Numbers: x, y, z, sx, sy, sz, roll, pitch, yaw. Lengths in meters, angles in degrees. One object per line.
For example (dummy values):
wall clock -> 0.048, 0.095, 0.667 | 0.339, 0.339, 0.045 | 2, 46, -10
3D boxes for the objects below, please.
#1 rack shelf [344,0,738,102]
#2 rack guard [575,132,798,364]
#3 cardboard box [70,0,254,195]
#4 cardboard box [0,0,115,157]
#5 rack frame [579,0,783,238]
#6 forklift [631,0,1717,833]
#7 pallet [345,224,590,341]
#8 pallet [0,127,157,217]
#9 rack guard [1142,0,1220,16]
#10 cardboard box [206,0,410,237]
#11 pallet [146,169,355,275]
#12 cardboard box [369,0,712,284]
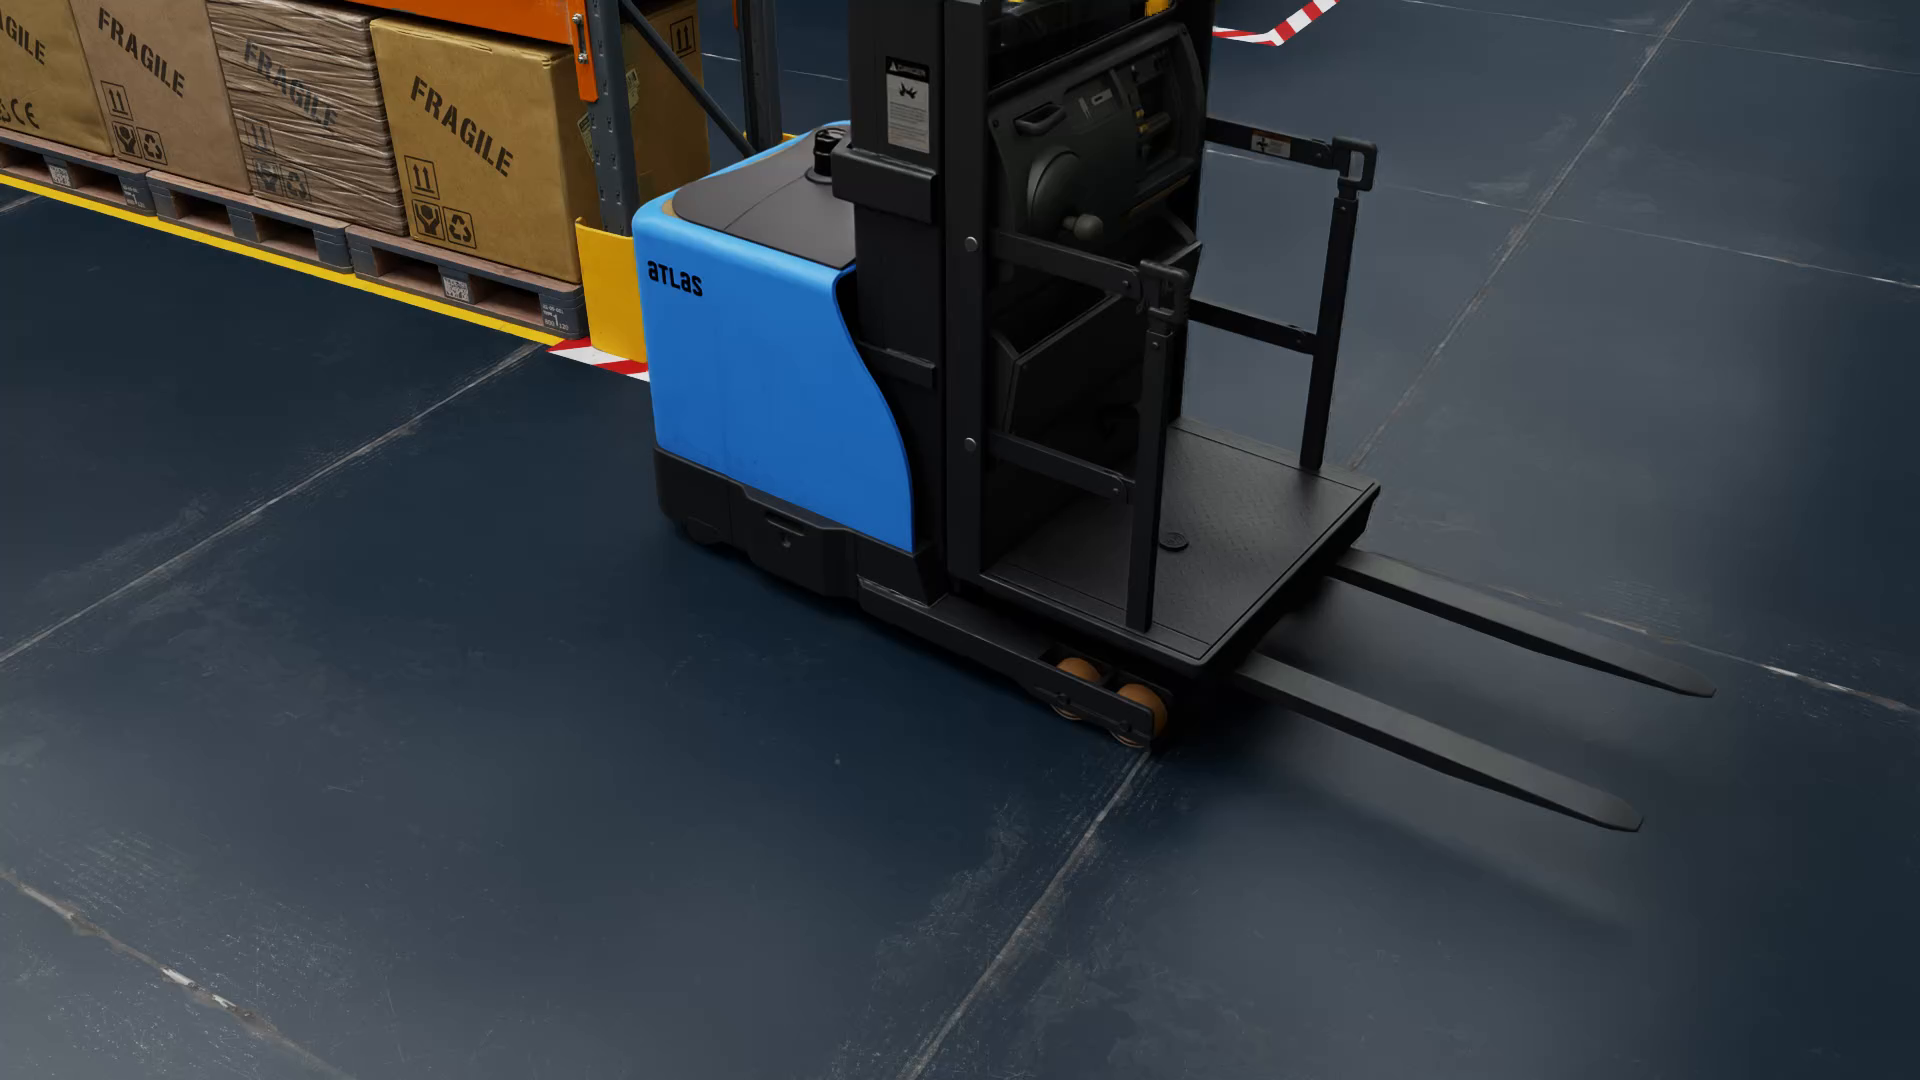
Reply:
rack shelf -> -2.756, -2.482, 6.920 | 4.000, 0.370, 1.077 | 18, 37, 24
rack guard -> -0.998, -1.184, 6.577 | 0.348, 0.500, 1.175 | 18, 37, 24
cardboard box -> -3.177, -2.154, 7.317 | 0.875, 0.875, 0.875 | 18, 37, 24
cardboard box -> -3.959, -2.402, 7.688 | 0.875, 0.875, 0.875 | 18, 37, 24
rack frame -> -1.019, -2.231, 5.894 | 0.127, 3.000, 1.000 | 18, 37, 24
forklift -> 0.533, -1.005, 4.114 | 3.031, 2.935, 1.130 | 22, 39, 29
pallet -> -1.752, -1.253, 6.941 | 1.213, 0.211, 1.003 | 18, 37, 24
pallet -> -3.871, -1.924, 7.948 | 1.213, 0.211, 1.003 | 18, 37, 24
rack guard -> 1.466, -3.574, 10.166 | 0.348, 0.500, 1.175 | 18, 37, 24
cardboard box -> -2.405, -1.909, 6.949 | 0.875, 0.875, 0.875 | 18, 37, 24
pallet -> -2.807, -1.589, 7.445 | 1.213, 0.211, 1.003 | 18, 37, 24
cardboard box -> -1.615, -1.659, 6.573 | 0.875, 0.875, 0.875 | 18, 37, 24
